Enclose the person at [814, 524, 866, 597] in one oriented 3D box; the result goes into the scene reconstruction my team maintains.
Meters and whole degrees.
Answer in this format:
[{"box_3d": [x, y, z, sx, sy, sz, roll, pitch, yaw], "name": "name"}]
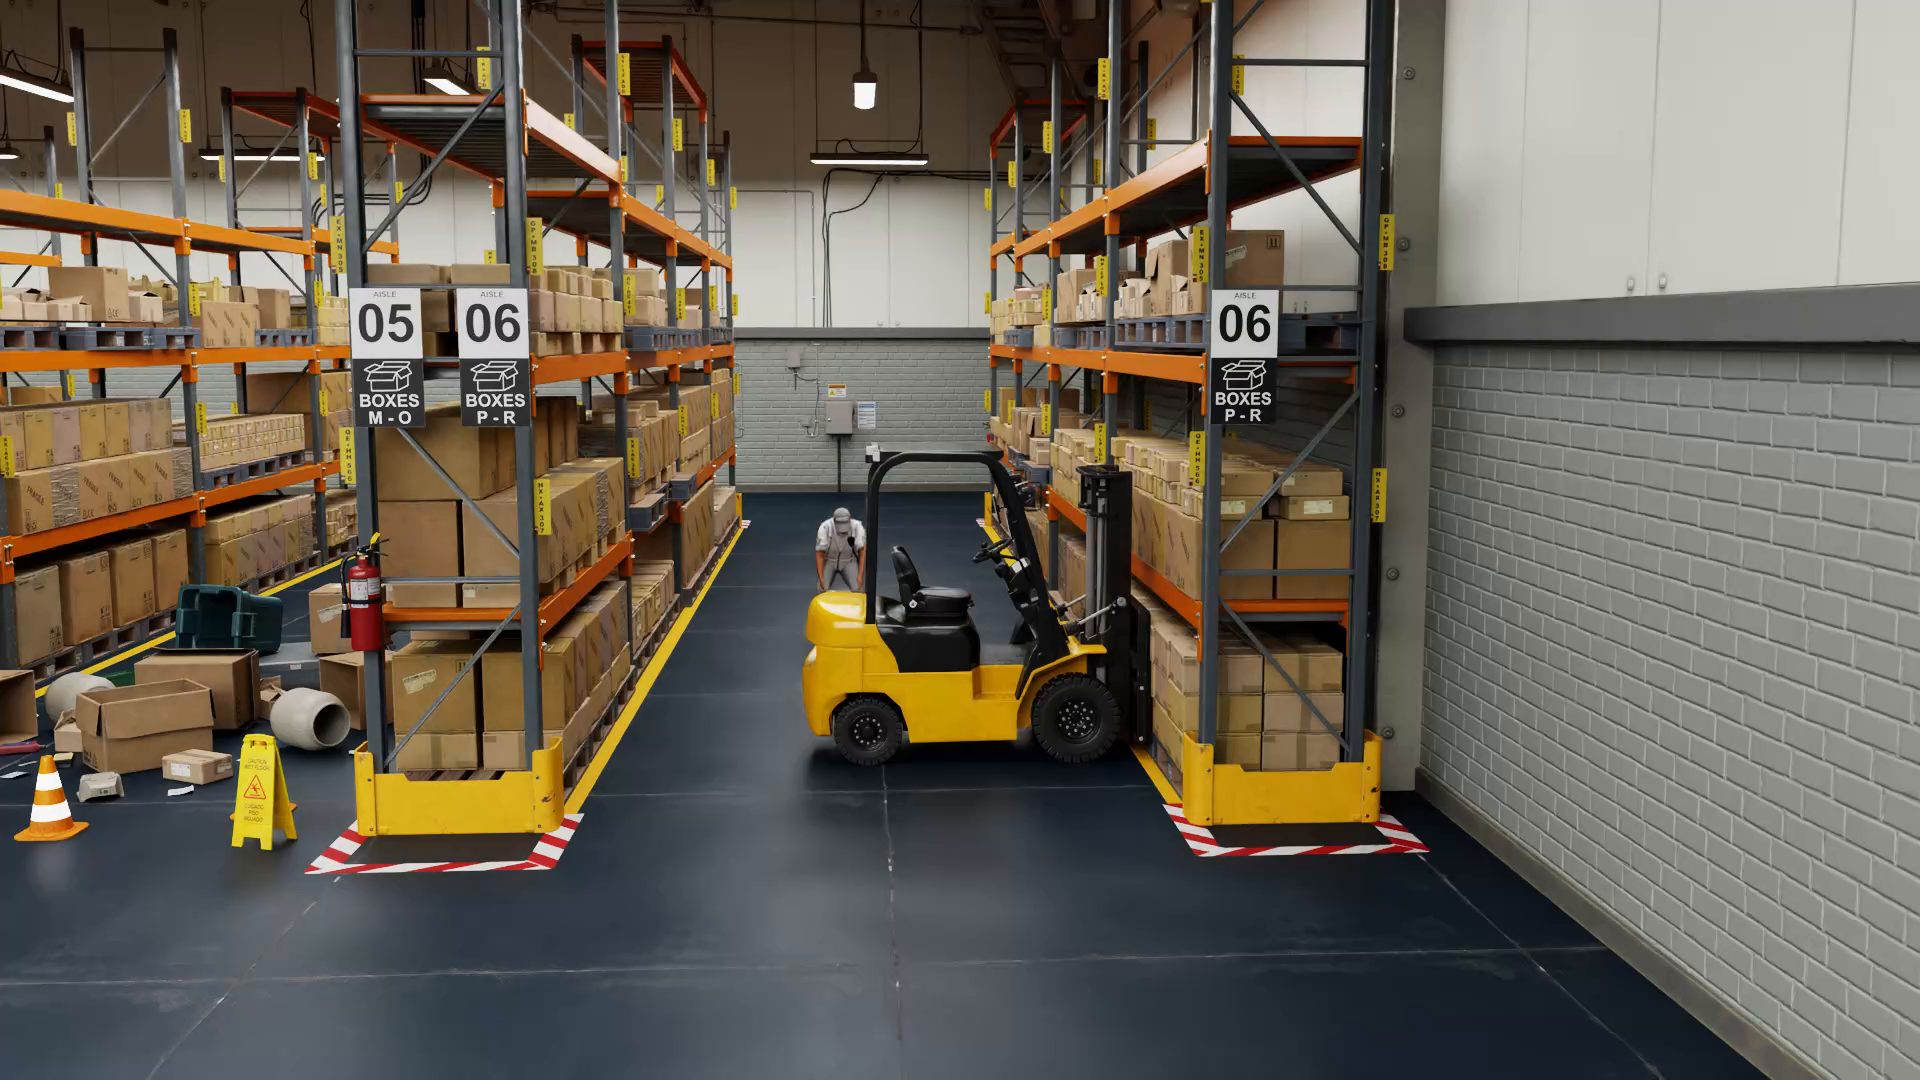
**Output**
[{"box_3d": [-1.187, 0.362, 16.608, 0.536, 1.108, 0.827, 0, 7, -4], "name": "person"}]
